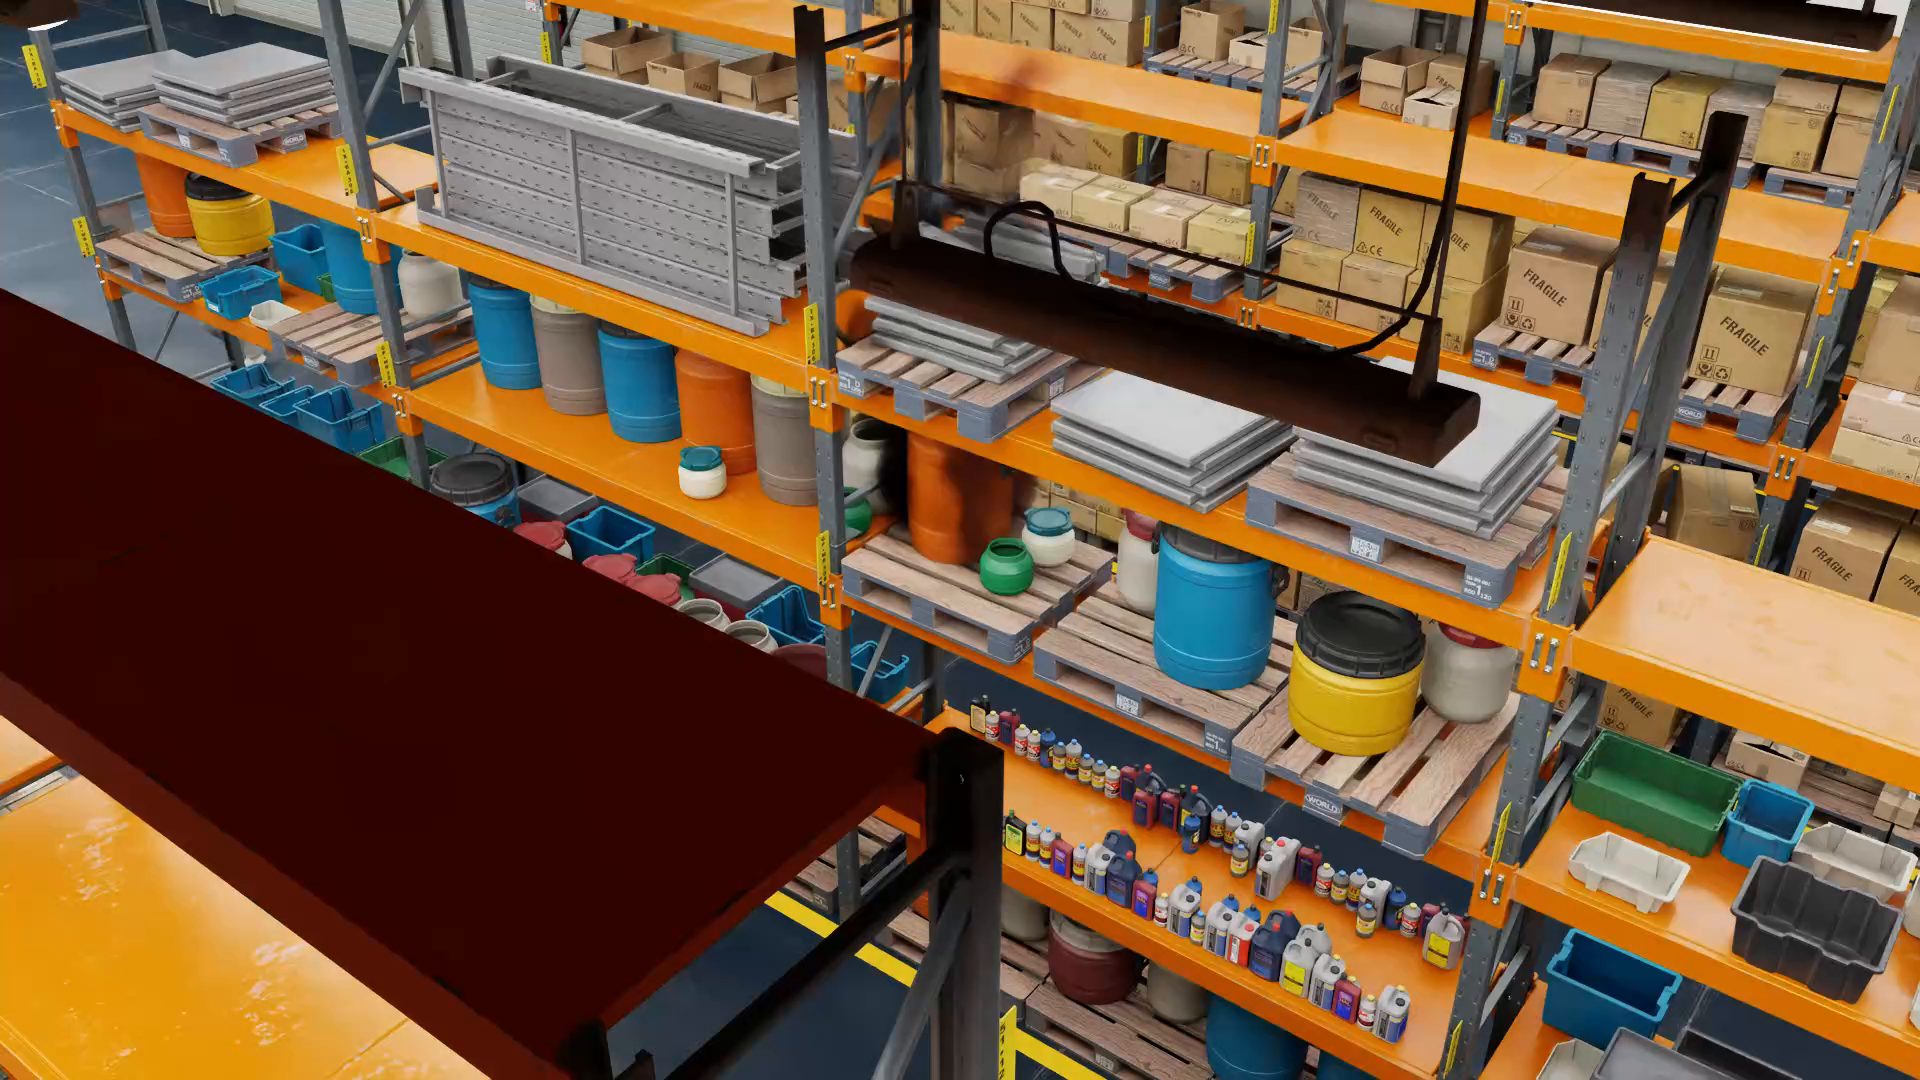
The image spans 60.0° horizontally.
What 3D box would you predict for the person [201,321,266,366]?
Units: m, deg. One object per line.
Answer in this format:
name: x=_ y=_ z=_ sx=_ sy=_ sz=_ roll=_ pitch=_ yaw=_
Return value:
person: x=-7.993 y=-2.610 z=17.957 sx=0.624 sy=1.637 sz=0.544 roll=-13 pitch=34 yaw=-20
